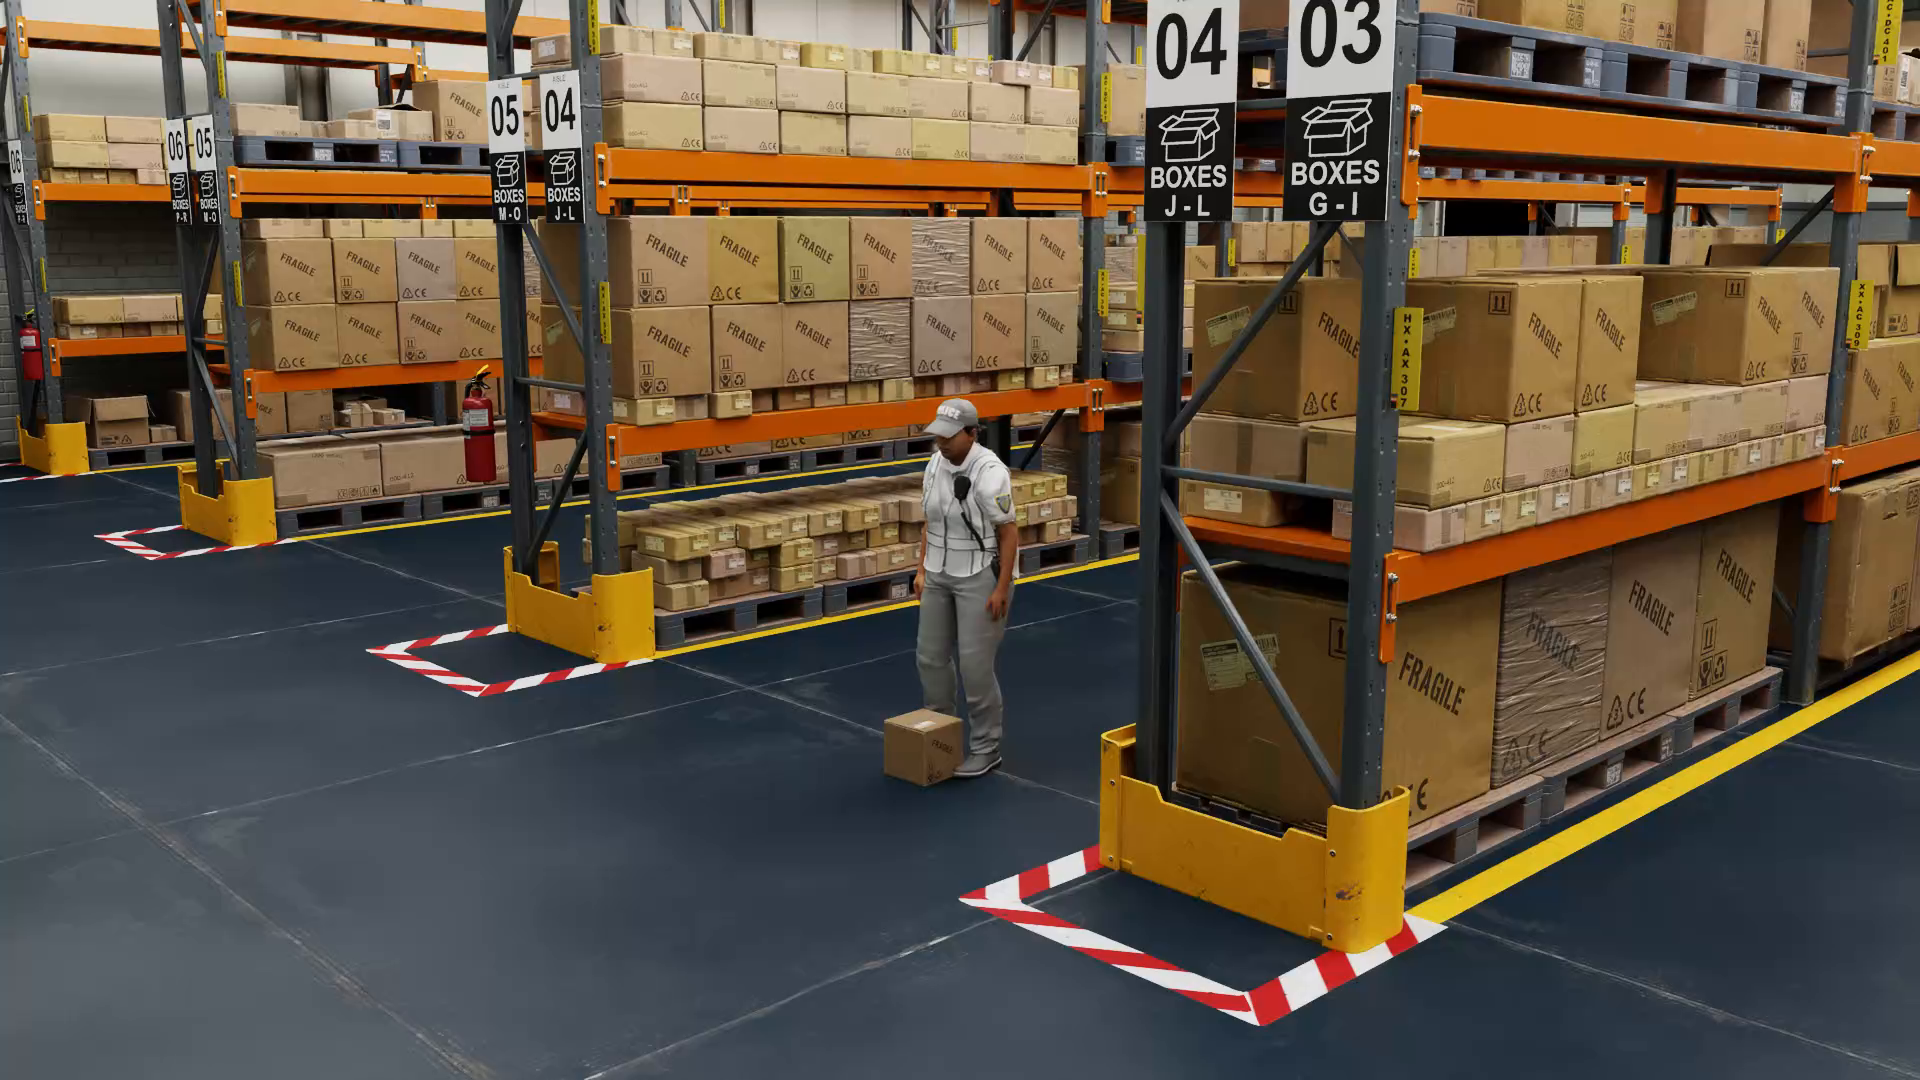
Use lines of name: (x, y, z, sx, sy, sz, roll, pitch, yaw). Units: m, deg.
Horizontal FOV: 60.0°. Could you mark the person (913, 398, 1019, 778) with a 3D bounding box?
person: (-0.004, 0.193, 7.380, 0.563, 1.665, 0.470, 10, 14, 42)
